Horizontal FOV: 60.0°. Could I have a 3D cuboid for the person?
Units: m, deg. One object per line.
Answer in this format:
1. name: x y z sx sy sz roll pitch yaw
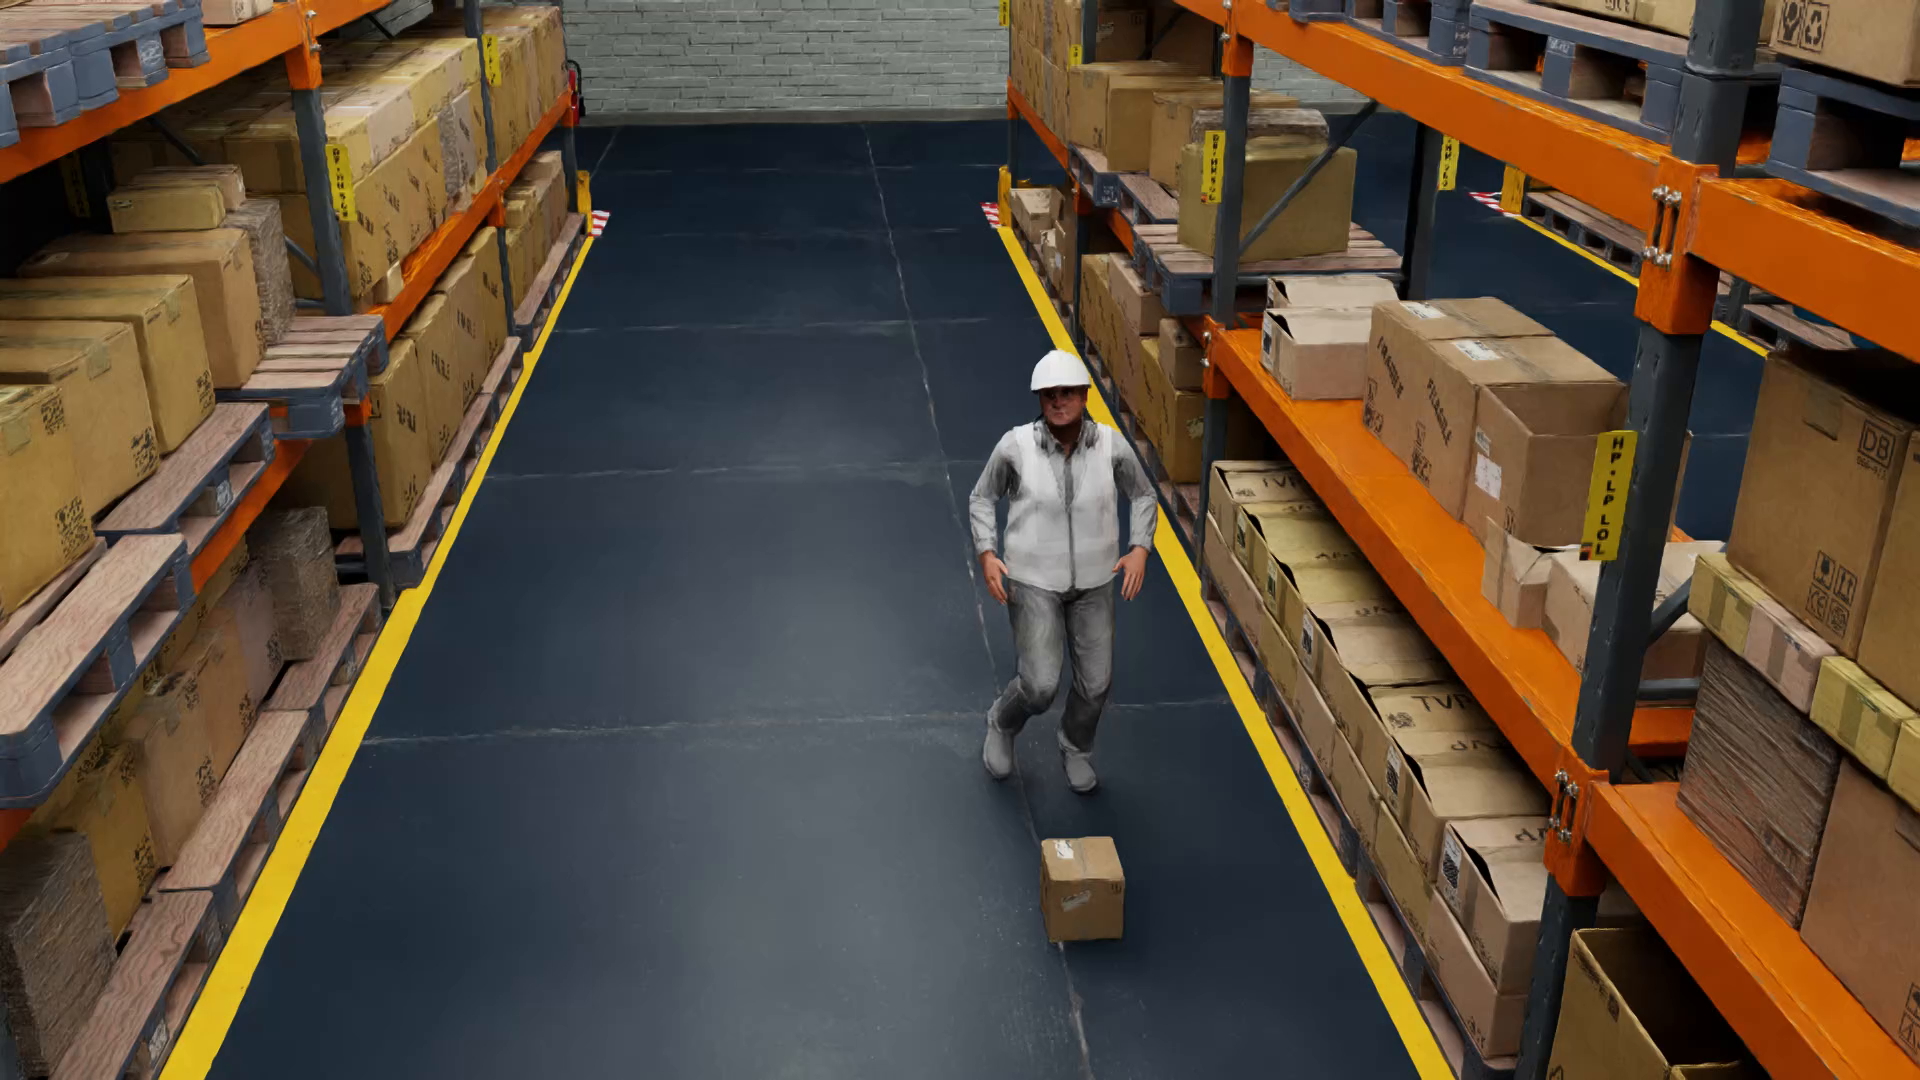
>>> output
1. person: 0.417 0.148 6.275 0.702 1.744 0.501 -5 24 -12
